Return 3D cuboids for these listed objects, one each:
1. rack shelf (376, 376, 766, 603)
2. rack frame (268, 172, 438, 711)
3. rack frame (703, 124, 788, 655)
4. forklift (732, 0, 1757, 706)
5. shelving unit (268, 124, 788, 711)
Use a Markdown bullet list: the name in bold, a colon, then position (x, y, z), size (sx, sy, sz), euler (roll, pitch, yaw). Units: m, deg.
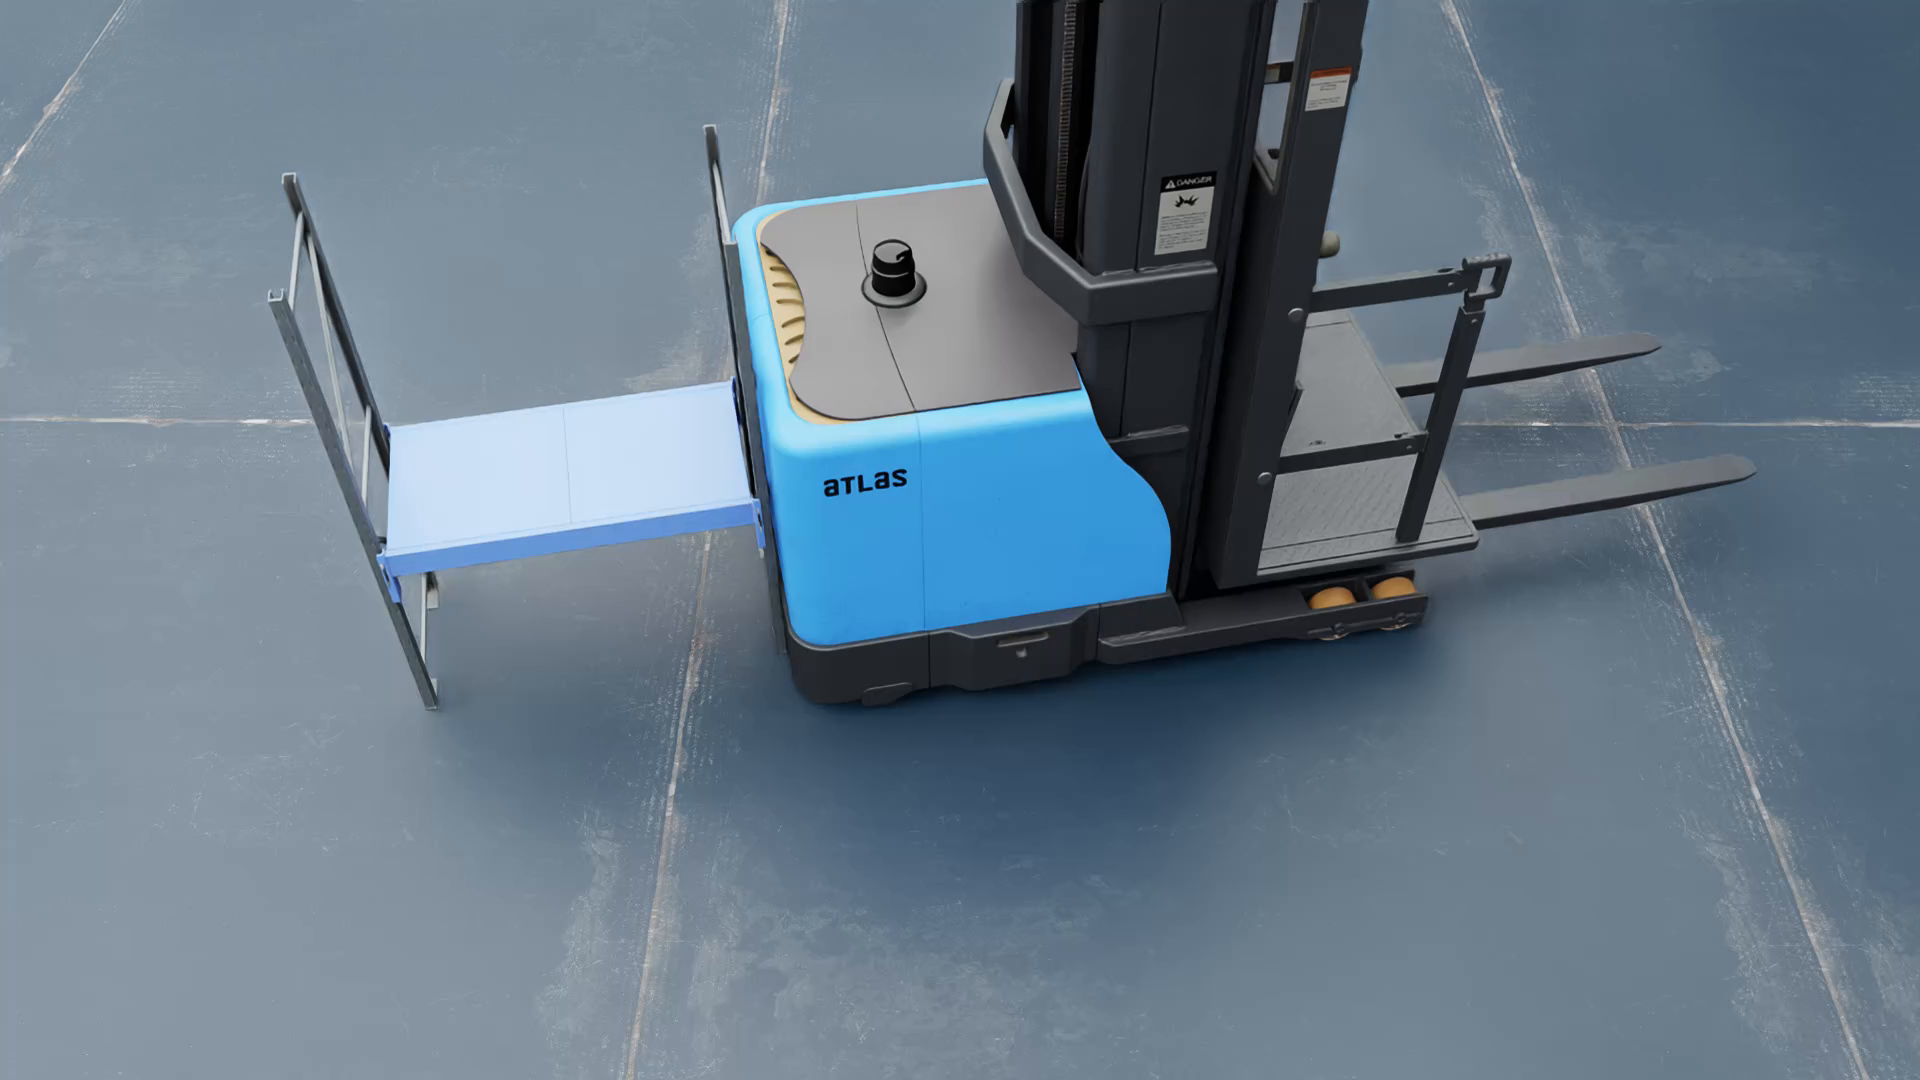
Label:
- **rack shelf**: position (-1.076, -0.153, 4.613), size (1.000, 0.185, 0.538), euler (-9, 48, -8)
- **rack frame**: position (-1.574, -0.200, 4.411), size (0.032, 1.500, 0.500), euler (-9, 48, -8)
- **rack frame**: position (-0.578, -0.351, 4.552), size (0.032, 1.500, 0.500), euler (-9, 48, -8)
- **forklift**: position (0.920, -1.072, 4.246), size (3.031, 2.935, 1.130), euler (-9, 48, -8)
- **shelving unit**: position (-1.076, -0.275, 4.482), size (1.048, 1.500, 0.538), euler (-9, 48, -8)
